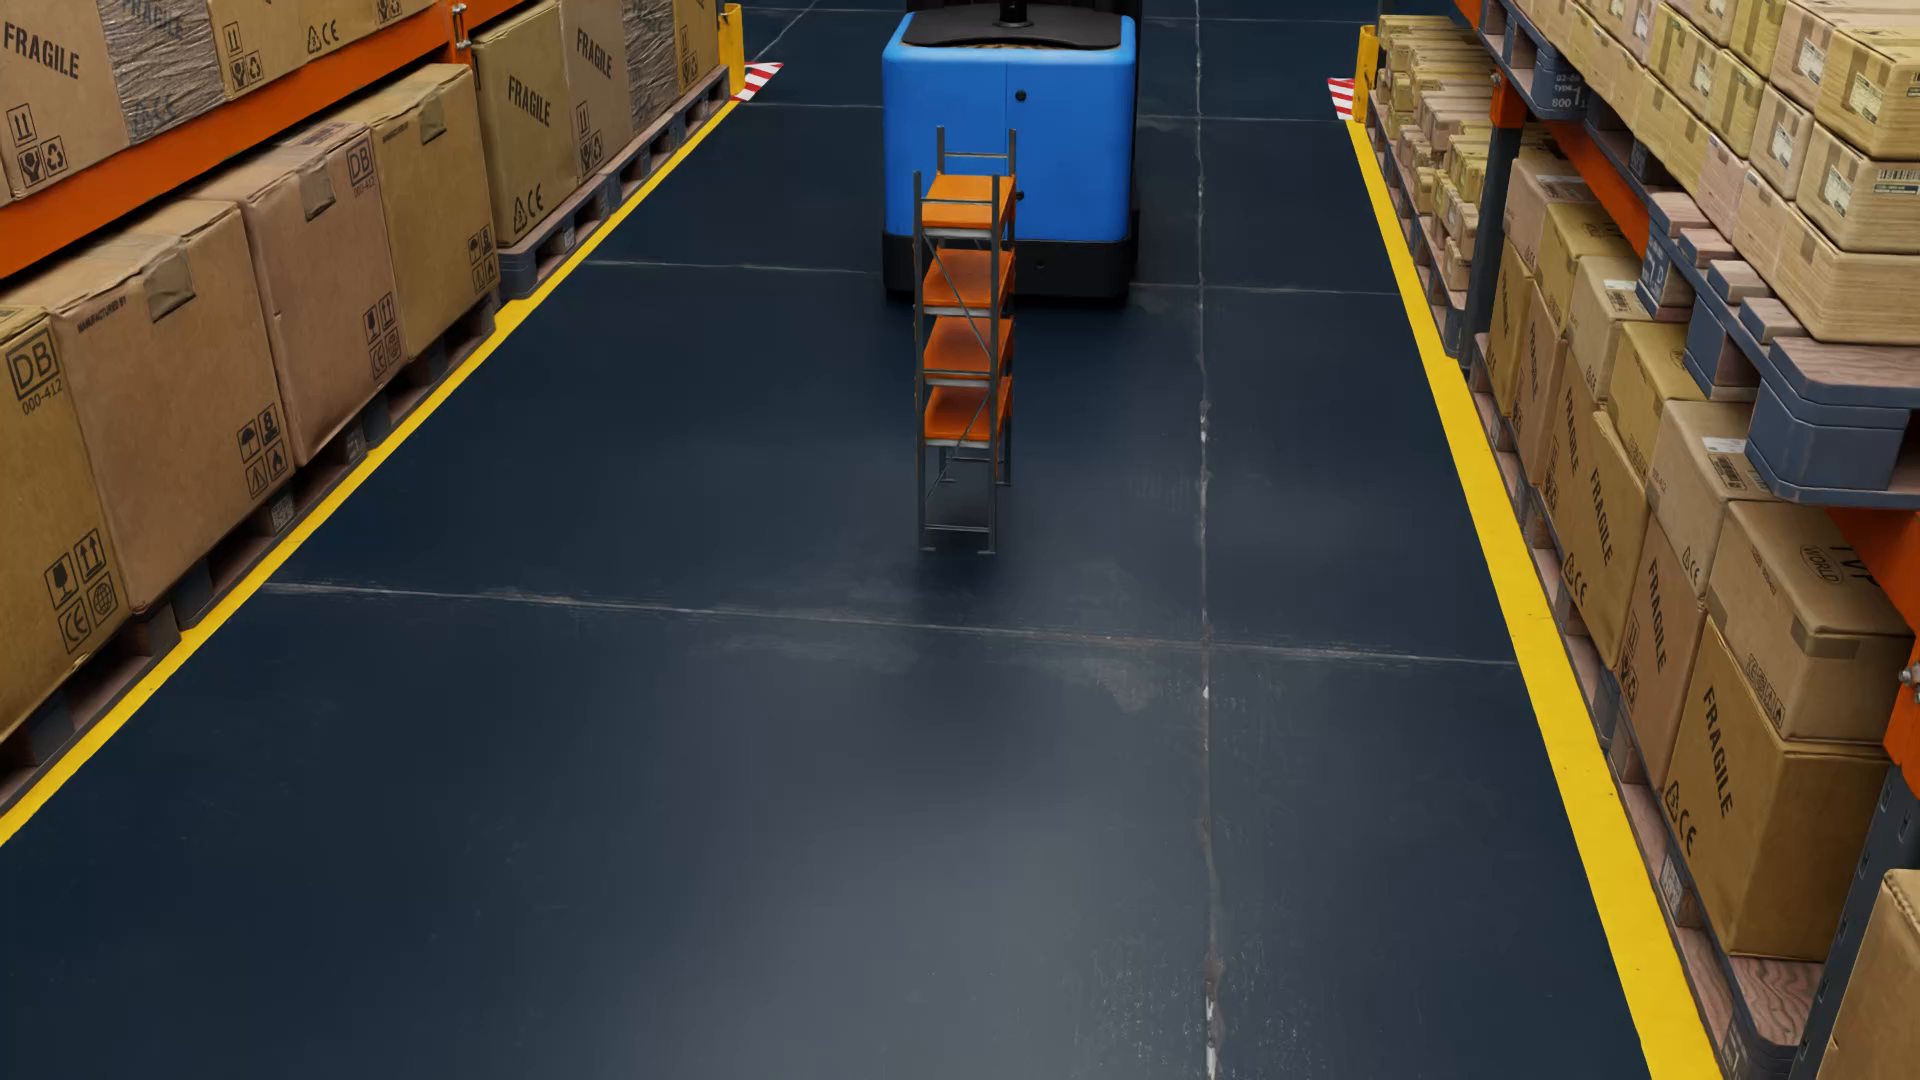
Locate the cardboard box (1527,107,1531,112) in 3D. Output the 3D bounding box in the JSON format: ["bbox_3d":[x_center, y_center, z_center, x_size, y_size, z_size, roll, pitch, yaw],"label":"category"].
[{"bbox_3d":[2.921,-2.176,8.062,0.380,0.149,0.250,2,28,4],"label":"cardboard box"}]

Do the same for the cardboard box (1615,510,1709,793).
[{"bbox_3d":[1.851,0.254,3.808,0.500,0.500,0.500,4,29,8],"label":"cardboard box"}]

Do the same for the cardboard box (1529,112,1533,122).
[{"bbox_3d":[2.998,-2.045,8.132,0.380,0.149,0.250,5,29,9],"label":"cardboard box"}]

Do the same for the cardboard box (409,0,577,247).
[{"bbox_3d":[-2.298,-1.866,7.349,0.875,0.875,0.875,3,28,6],"label":"cardboard box"}]

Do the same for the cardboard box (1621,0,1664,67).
[{"bbox_3d":[1.727,-1.164,3.756,0.380,0.149,0.250,4,29,7],"label":"cardboard box"}]

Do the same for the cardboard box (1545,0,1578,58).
[{"bbox_3d":[1.822,-1.404,4.516,0.380,0.149,0.250,2,28,4],"label":"cardboard box"}]

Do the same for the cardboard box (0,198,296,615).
[{"bbox_3d":[-2.726,-0.420,4.665,1.225,0.875,0.875,3,29,6],"label":"cardboard box"}]

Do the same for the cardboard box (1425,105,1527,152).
[{"bbox_3d":[2.303,-1.840,7.438,0.380,0.149,0.250,2,28,4],"label":"cardboard box"}]

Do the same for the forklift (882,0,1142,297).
[{"bbox_3d":[0.319,-2.980,7.691,1.130,2.935,3.031,2,28,5],"label":"forklift"}]

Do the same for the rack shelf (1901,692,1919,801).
[{"bbox_3d":[1.717,1.166,0.681,1.077,0.370,4.000,3,28,6],"label":"rack shelf"}]

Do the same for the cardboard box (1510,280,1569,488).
[{"bbox_3d":[2.035,-0.478,5.167,0.500,0.500,0.500,5,29,8],"label":"cardboard box"}]

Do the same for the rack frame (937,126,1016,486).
[{"bbox_3d":[0.050,-0.721,5.323,0.240,1.200,0.015,3,28,6],"label":"rack frame"}]

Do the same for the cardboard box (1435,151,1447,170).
[{"bbox_3d":[2.351,-1.691,7.476,0.380,0.149,0.250,4,29,7],"label":"cardboard box"}]

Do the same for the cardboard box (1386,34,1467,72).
[{"bbox_3d":[2.468,-2.575,8.802,0.380,0.149,0.250,3,28,6],"label":"cardboard box"}]

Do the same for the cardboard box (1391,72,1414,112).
[{"bbox_3d":[2.452,-2.326,8.655,0.380,0.149,0.250,4,29,8],"label":"cardboard box"}]

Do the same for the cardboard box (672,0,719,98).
[{"bbox_3d":[-1.967,-3.137,9.708,0.875,0.875,0.875,3,28,6],"label":"cardboard box"}]

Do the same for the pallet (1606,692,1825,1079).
[{"bbox_3d":[2.059,0.768,3.602,1.003,0.211,1.213,3,28,6],"label":"pallet"}]

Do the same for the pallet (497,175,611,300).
[{"bbox_3d":[-2.287,-1.437,7.694,1.003,0.211,1.213,3,28,6],"label":"pallet"}]

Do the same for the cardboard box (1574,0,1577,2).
[{"bbox_3d":[1.824,-1.528,4.433,0.380,0.149,0.250,4,29,8],"label":"cardboard box"}]

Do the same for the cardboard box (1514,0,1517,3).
[{"bbox_3d":[1.919,-1.760,5.176,0.380,0.149,0.250,4,29,7],"label":"cardboard box"}]

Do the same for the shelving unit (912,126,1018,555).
[{"bbox_3d":[0.020,-0.606,5.110,0.258,1.200,0.503,3,28,6],"label":"shelving unit"}]

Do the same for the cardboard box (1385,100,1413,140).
[{"bbox_3d":[2.446,-2.200,8.735,0.380,0.149,0.250,4,29,7],"label":"cardboard box"}]

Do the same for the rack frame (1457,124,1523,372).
[{"bbox_3d":[2.452,-1.975,5.753,1.000,3.000,0.127,3,28,6],"label":"rack frame"}]

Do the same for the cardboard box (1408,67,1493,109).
[{"bbox_3d":[2.399,-2.202,8.110,0.380,0.149,0.250,4,29,7],"label":"cardboard box"}]

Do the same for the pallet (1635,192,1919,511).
[{"bbox_3d":[1.944,-0.349,2.938,1.213,0.211,1.003,3,28,6],"label":"pallet"}]

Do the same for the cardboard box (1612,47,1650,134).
[{"bbox_3d":[1.729,-1.029,3.819,0.380,0.149,0.250,4,29,8],"label":"cardboard box"}]

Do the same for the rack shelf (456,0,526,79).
[{"bbox_3d":[-2.213,-2.935,8.295,1.077,0.370,4.000,3,28,6],"label":"rack shelf"}]

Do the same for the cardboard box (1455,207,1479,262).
[{"bbox_3d":[2.175,-1.202,6.569,0.380,0.149,0.250,4,29,7],"label":"cardboard box"}]

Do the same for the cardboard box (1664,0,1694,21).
[{"bbox_3d":[1.697,-1.166,3.447,0.380,0.149,0.250,3,28,6],"label":"cardboard box"}]

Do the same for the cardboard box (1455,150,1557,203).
[{"bbox_3d":[2.229,-1.472,6.755,0.380,0.149,0.250,4,29,7],"label":"cardboard box"}]

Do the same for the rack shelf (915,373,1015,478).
[{"bbox_3d":[0.020,-0.372,5.236,0.258,0.148,0.480,3,28,6],"label":"rack shelf"}]

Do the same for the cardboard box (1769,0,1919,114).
[{"bbox_3d":[1.600,-0.804,2.774,0.380,0.149,0.250,3,28,6],"label":"cardboard box"}]

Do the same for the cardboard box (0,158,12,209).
[{"bbox_3d":[-2.558,-0.928,3.704,0.500,0.500,0.500,3,28,5],"label":"cardboard box"}]

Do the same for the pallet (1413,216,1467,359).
[{"bbox_3d":[2.499,-1.066,7.005,1.003,0.211,1.213,3,28,6],"label":"pallet"}]

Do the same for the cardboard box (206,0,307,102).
[{"bbox_3d":[-2.369,-1.640,5.026,0.500,0.500,0.500,3,28,6],"label":"cardboard box"}]

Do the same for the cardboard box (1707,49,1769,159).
[{"bbox_3d":[1.631,-0.806,3.092,0.380,0.149,0.250,4,29,7],"label":"cardboard box"}]

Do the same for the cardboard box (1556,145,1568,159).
[{"bbox_3d":[2.784,-1.689,7.158,0.380,0.149,0.250,3,28,5],"label":"cardboard box"}]

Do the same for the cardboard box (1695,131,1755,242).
[{"bbox_3d":[1.630,-0.663,3.140,0.380,0.149,0.250,4,29,7],"label":"cardboard box"}]

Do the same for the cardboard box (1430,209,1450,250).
[{"bbox_3d":[2.245,-1.355,7.165,0.380,0.149,0.250,2,28,5],"label":"cardboard box"}]

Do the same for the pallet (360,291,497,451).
[{"bbox_3d":[-2.478,-0.716,6.356,1.003,0.211,1.213,3,28,6],"label":"pallet"}]

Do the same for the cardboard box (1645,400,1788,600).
[{"bbox_3d":[1.837,-0.082,3.642,0.500,0.250,0.500,4,29,7],"label":"cardboard box"}]

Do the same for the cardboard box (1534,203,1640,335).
[{"bbox_3d":[2.037,-0.806,4.986,0.500,0.250,0.500,4,29,8],"label":"cardboard box"}]

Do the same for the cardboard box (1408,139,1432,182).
[{"bbox_3d":[2.384,-1.831,8.048,0.380,0.149,0.250,3,28,6],"label":"cardboard box"}]
